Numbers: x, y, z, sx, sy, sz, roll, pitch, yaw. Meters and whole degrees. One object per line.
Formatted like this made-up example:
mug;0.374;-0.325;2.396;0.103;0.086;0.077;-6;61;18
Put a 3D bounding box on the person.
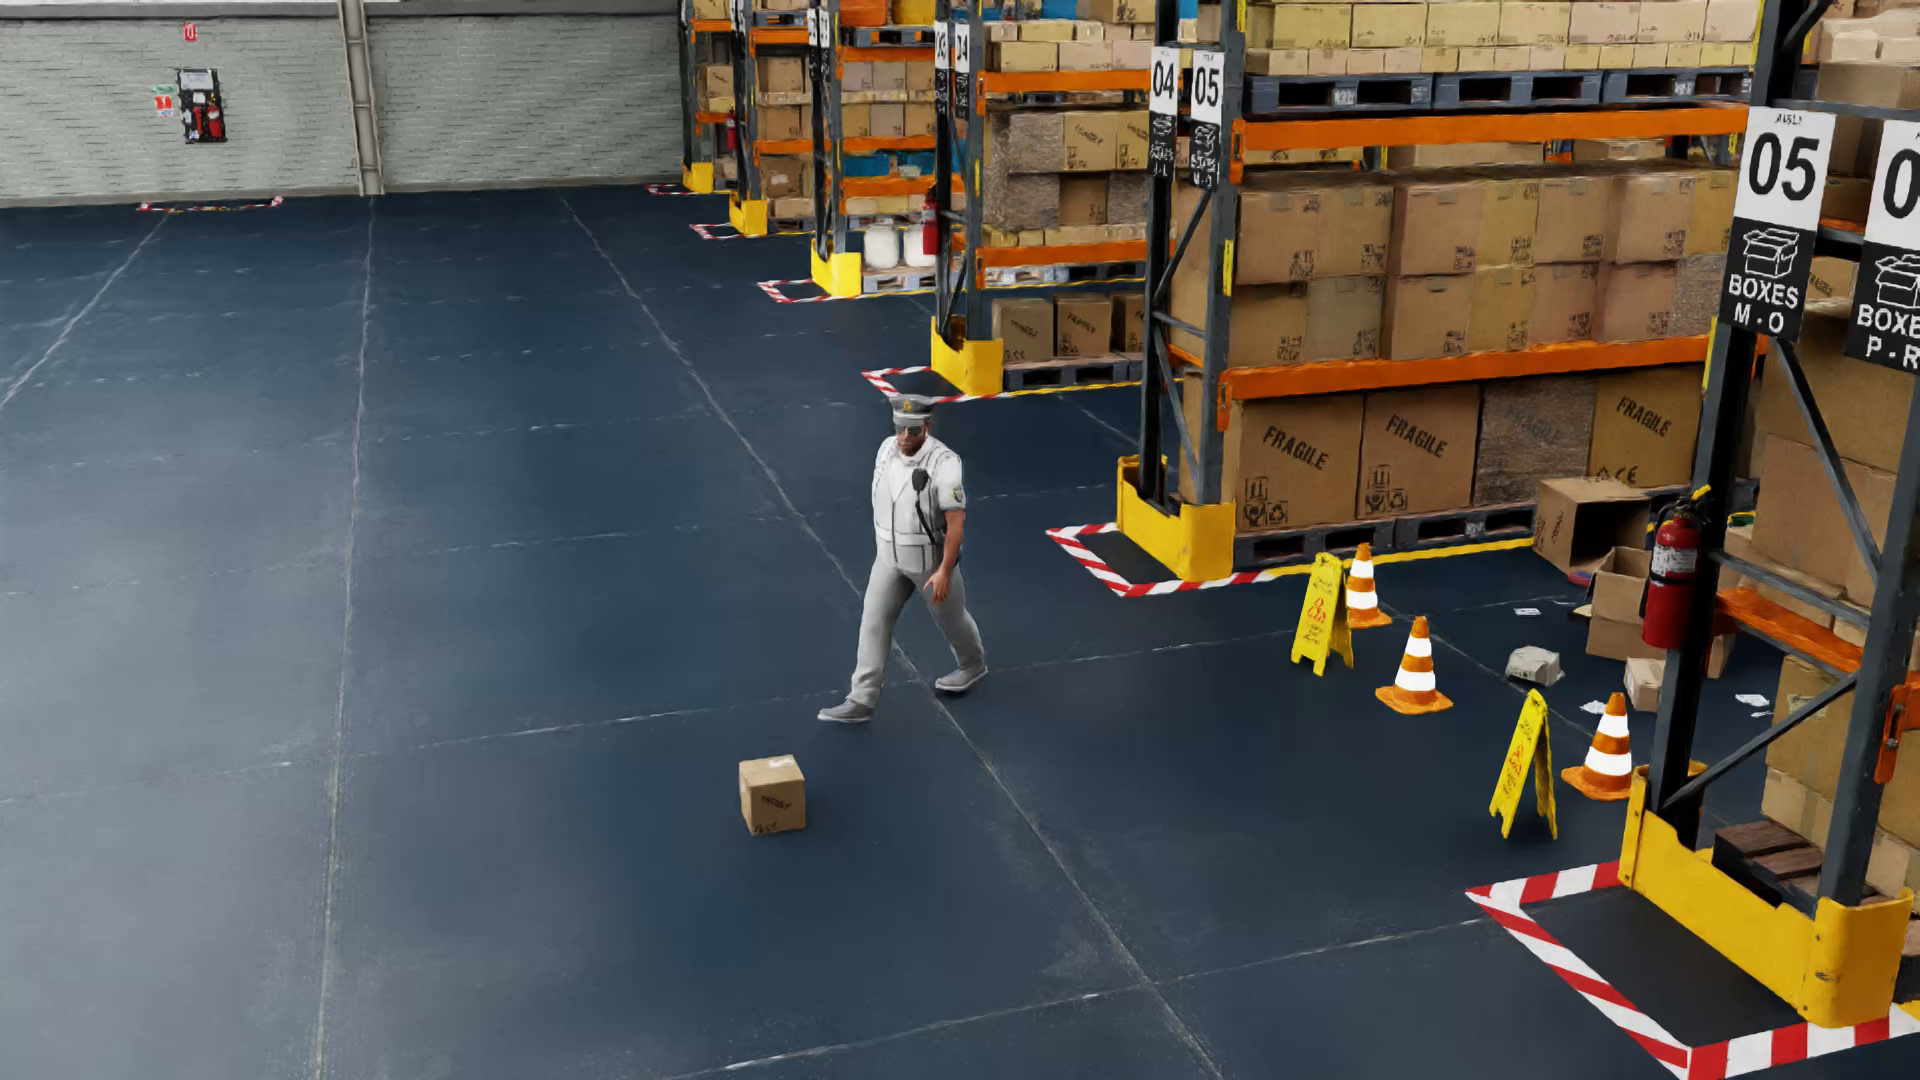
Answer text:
person;-0.255;0.079;8.343;0.604;1.683;1.063;11;22;29
